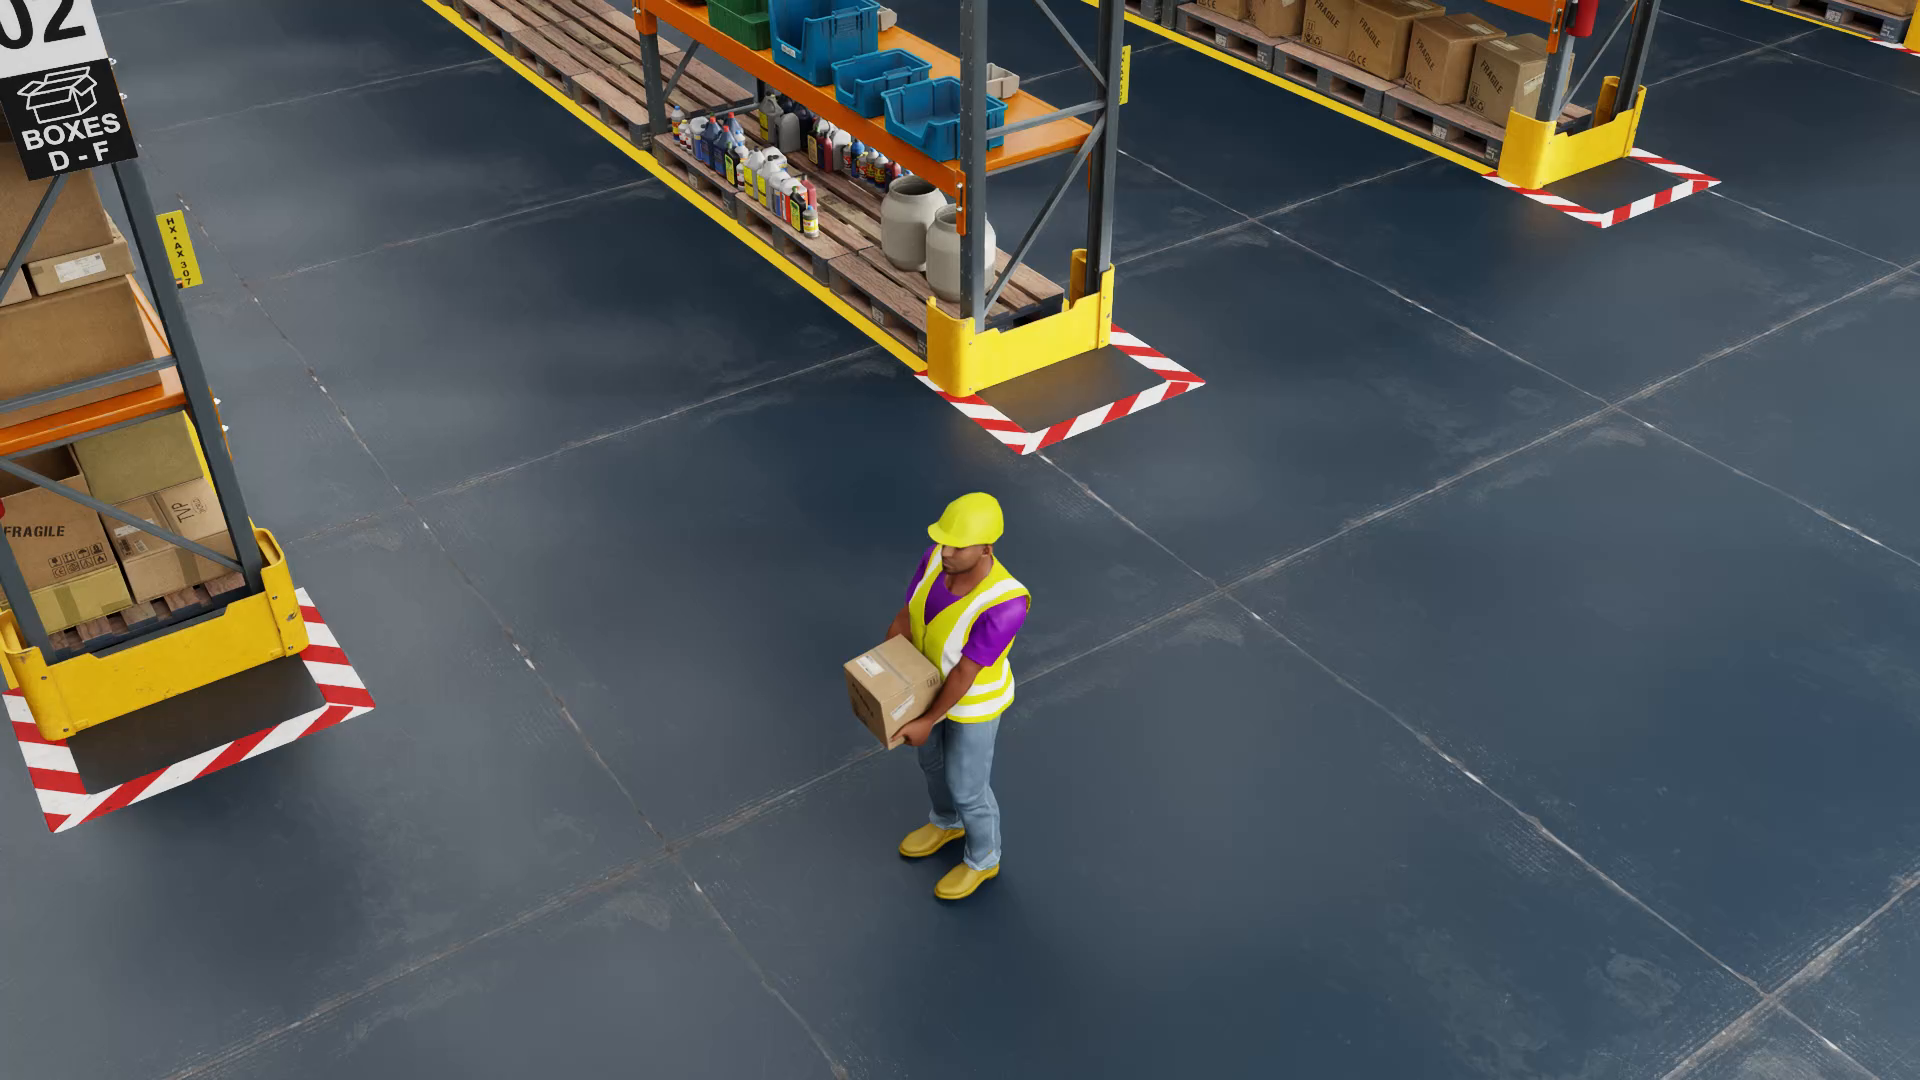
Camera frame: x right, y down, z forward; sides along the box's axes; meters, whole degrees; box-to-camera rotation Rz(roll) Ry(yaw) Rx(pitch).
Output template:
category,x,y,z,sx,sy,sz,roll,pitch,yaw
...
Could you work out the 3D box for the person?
category,x,y,z,sx,sy,sz,roll,pitch,yaw
person,-0.081,0.611,6.148,0.575,1.762,0.504,-22,42,-27
